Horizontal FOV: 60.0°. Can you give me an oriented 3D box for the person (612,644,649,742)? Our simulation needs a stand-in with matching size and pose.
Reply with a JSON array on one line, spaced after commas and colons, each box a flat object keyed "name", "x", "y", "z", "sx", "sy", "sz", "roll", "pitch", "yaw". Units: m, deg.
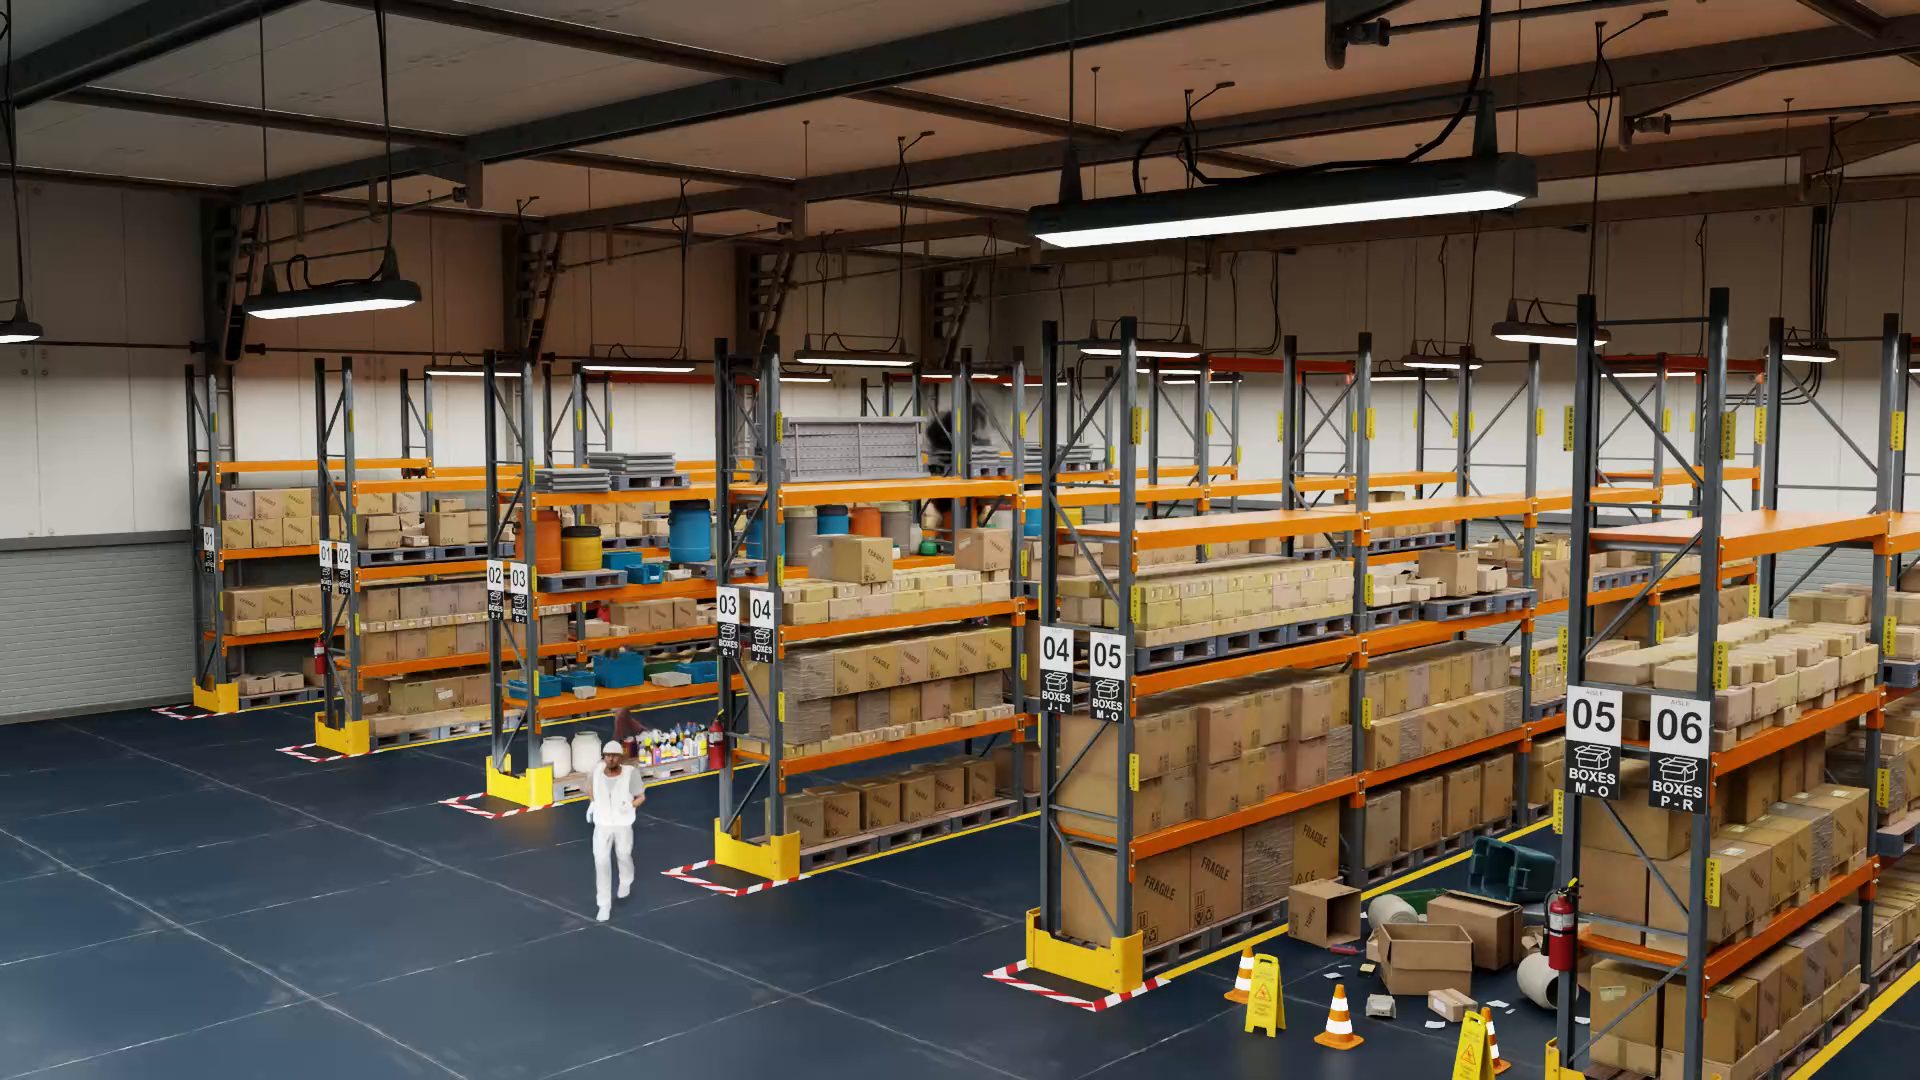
[{"name": "person", "x": -5.065, "y": 2.400, "z": 25.179, "sx": 0.560, "sy": 1.690, "sz": 0.898, "roll": 3, "pitch": 5, "yaw": 35}]

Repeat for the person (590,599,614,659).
[{"name": "person", "x": -6.622, "y": 1.916, "z": 31.209, "sx": 0.642, "sy": 1.782, "sz": 0.763, "roll": 4, "pitch": 6, "yaw": 41}]

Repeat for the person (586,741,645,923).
[{"name": "person", "x": -3.568, "y": 2.961, "z": 17.269, "sx": 0.614, "sy": 1.823, "sz": 0.935, "roll": 0, "pitch": 4, "yaw": -6}]
